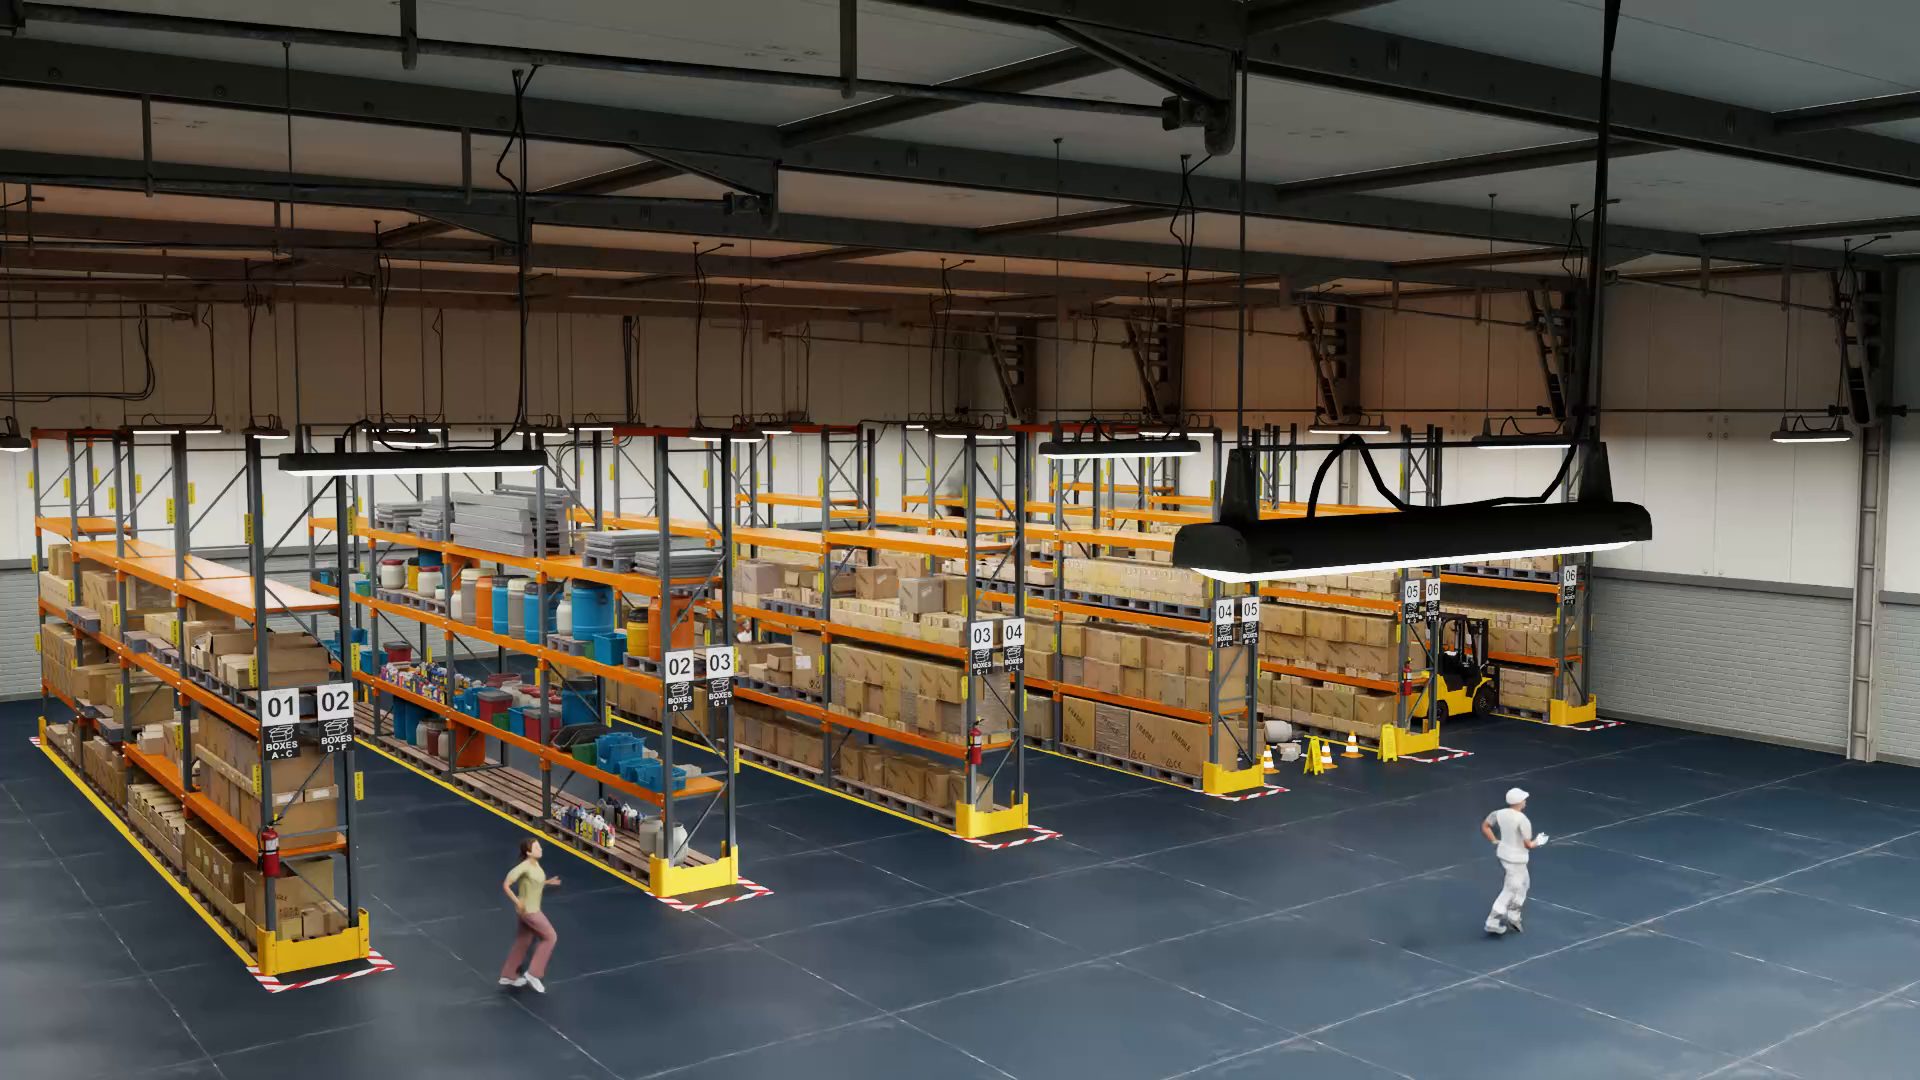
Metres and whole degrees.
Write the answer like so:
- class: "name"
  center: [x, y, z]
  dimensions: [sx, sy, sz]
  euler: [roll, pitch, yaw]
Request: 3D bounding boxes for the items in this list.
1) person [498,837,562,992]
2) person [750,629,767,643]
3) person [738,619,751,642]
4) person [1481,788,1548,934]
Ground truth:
- class: "person"
  center: [-4.700, 4.084, 18.173]
  dimensions: [0.688, 1.701, 0.548]
  euler: [-1, 5, -7]
- class: "person"
  center: [-5.128, 2.199, 41.997]
  dimensions: [0.780, 1.763, 0.785]
  euler: [0, 4, -4]
- class: "person"
  center: [-4.697, 2.582, 37.171]
  dimensions: [0.646, 1.650, 0.702]
  euler: [-3, 5, -29]
- class: "person"
  center: [6.647, 3.878, 19.950]
  dimensions: [0.763, 1.836, 0.630]
  euler: [-1, 5, -13]
